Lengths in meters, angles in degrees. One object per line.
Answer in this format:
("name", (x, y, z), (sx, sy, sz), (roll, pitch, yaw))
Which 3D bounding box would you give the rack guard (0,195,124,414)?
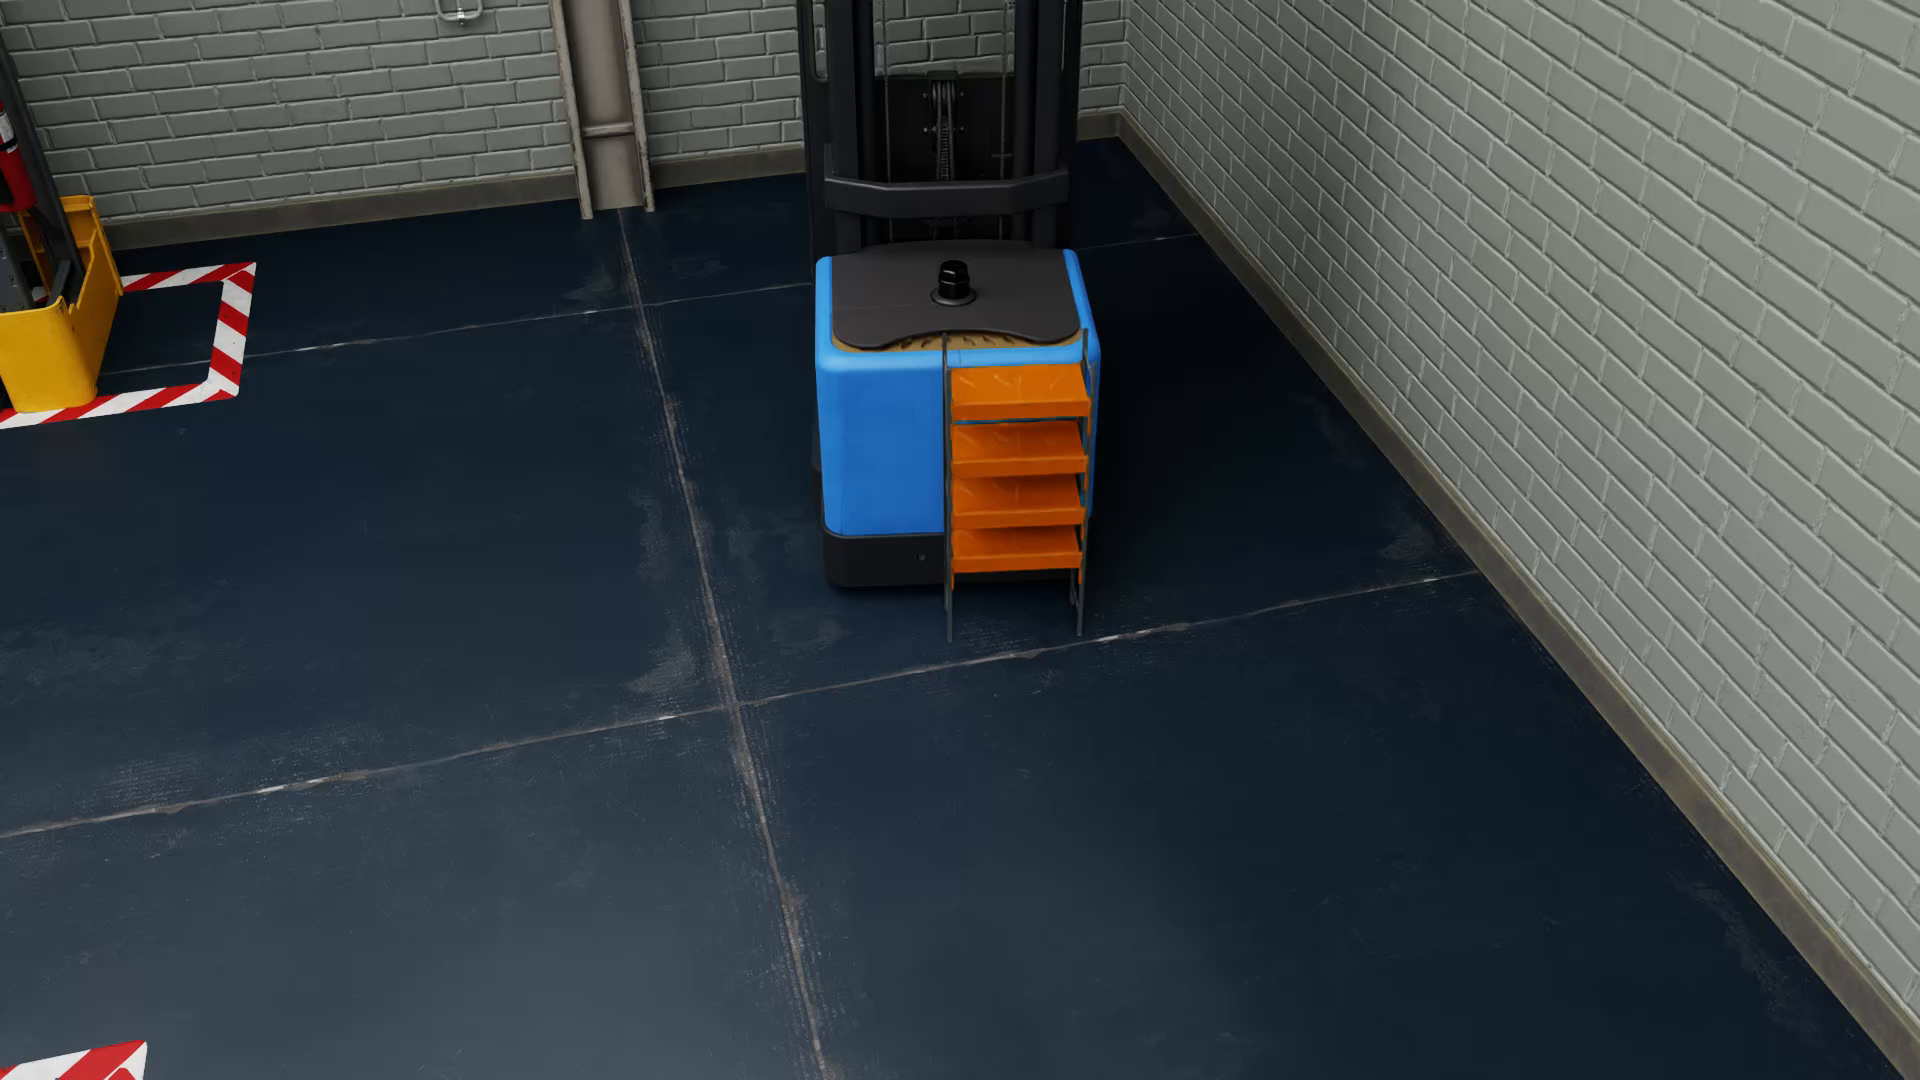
("rack guard", (-4.253, -1.129, 7.815), (0.348, 0.500, 1.175), (-9, 38, -12))

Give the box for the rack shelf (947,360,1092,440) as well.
("rack shelf", (0.199, -0.485, 5.750), (0.480, 0.148, 0.258), (-3, 37, -3))

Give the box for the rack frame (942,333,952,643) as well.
("rack frame", (-0.045, -0.162, 5.974), (0.015, 1.200, 0.240), (-3, 37, -3))

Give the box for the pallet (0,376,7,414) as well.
("pallet", (-5.028, -0.838, 7.672), (1.213, 0.211, 1.003), (-9, 38, -12))

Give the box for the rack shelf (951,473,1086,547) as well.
("rack shelf", (0.199, -0.119, 6.029), (0.480, 0.148, 0.258), (-3, 37, -3))

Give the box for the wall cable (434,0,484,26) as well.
("wall cable", (-3.287, -3.279, 7.732), (1.851, 1.984, 0.084), (-9, 38, -12))

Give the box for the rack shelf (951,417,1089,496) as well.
("rack shelf", (0.199, -0.297, 5.893), (0.480, 0.148, 0.258), (-3, 37, -3))

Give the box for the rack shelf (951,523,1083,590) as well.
("rack shelf", (0.199, 0.038, 6.150), (0.480, 0.148, 0.258), (-3, 37, -3))

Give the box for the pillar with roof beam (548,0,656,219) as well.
("pillar with roof beam", (-0.773, -2.911, 3.149), (0.400, 9.000, 9.100), (-9, 38, -12))

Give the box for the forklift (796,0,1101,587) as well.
("forklift", (-0.095, -1.859, 6.768), (1.130, 2.935, 3.031), (-2, 37, -3))

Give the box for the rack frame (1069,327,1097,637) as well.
("rack frame", (0.442, -0.184, 6.003), (0.015, 1.200, 0.240), (-3, 37, -3))

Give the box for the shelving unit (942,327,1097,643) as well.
("shelving unit", (0.199, -0.173, 5.988), (0.503, 1.200, 0.258), (-3, 37, -3))

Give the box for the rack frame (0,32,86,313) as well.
("rack frame", (-4.277, -2.118, 7.050), (0.127, 3.000, 1.000), (-9, 38, -12))

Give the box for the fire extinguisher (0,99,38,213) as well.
("fire extinguisher", (-4.011, -1.693, 6.864), (0.183, 0.674, 0.296), (-9, 38, -12))
